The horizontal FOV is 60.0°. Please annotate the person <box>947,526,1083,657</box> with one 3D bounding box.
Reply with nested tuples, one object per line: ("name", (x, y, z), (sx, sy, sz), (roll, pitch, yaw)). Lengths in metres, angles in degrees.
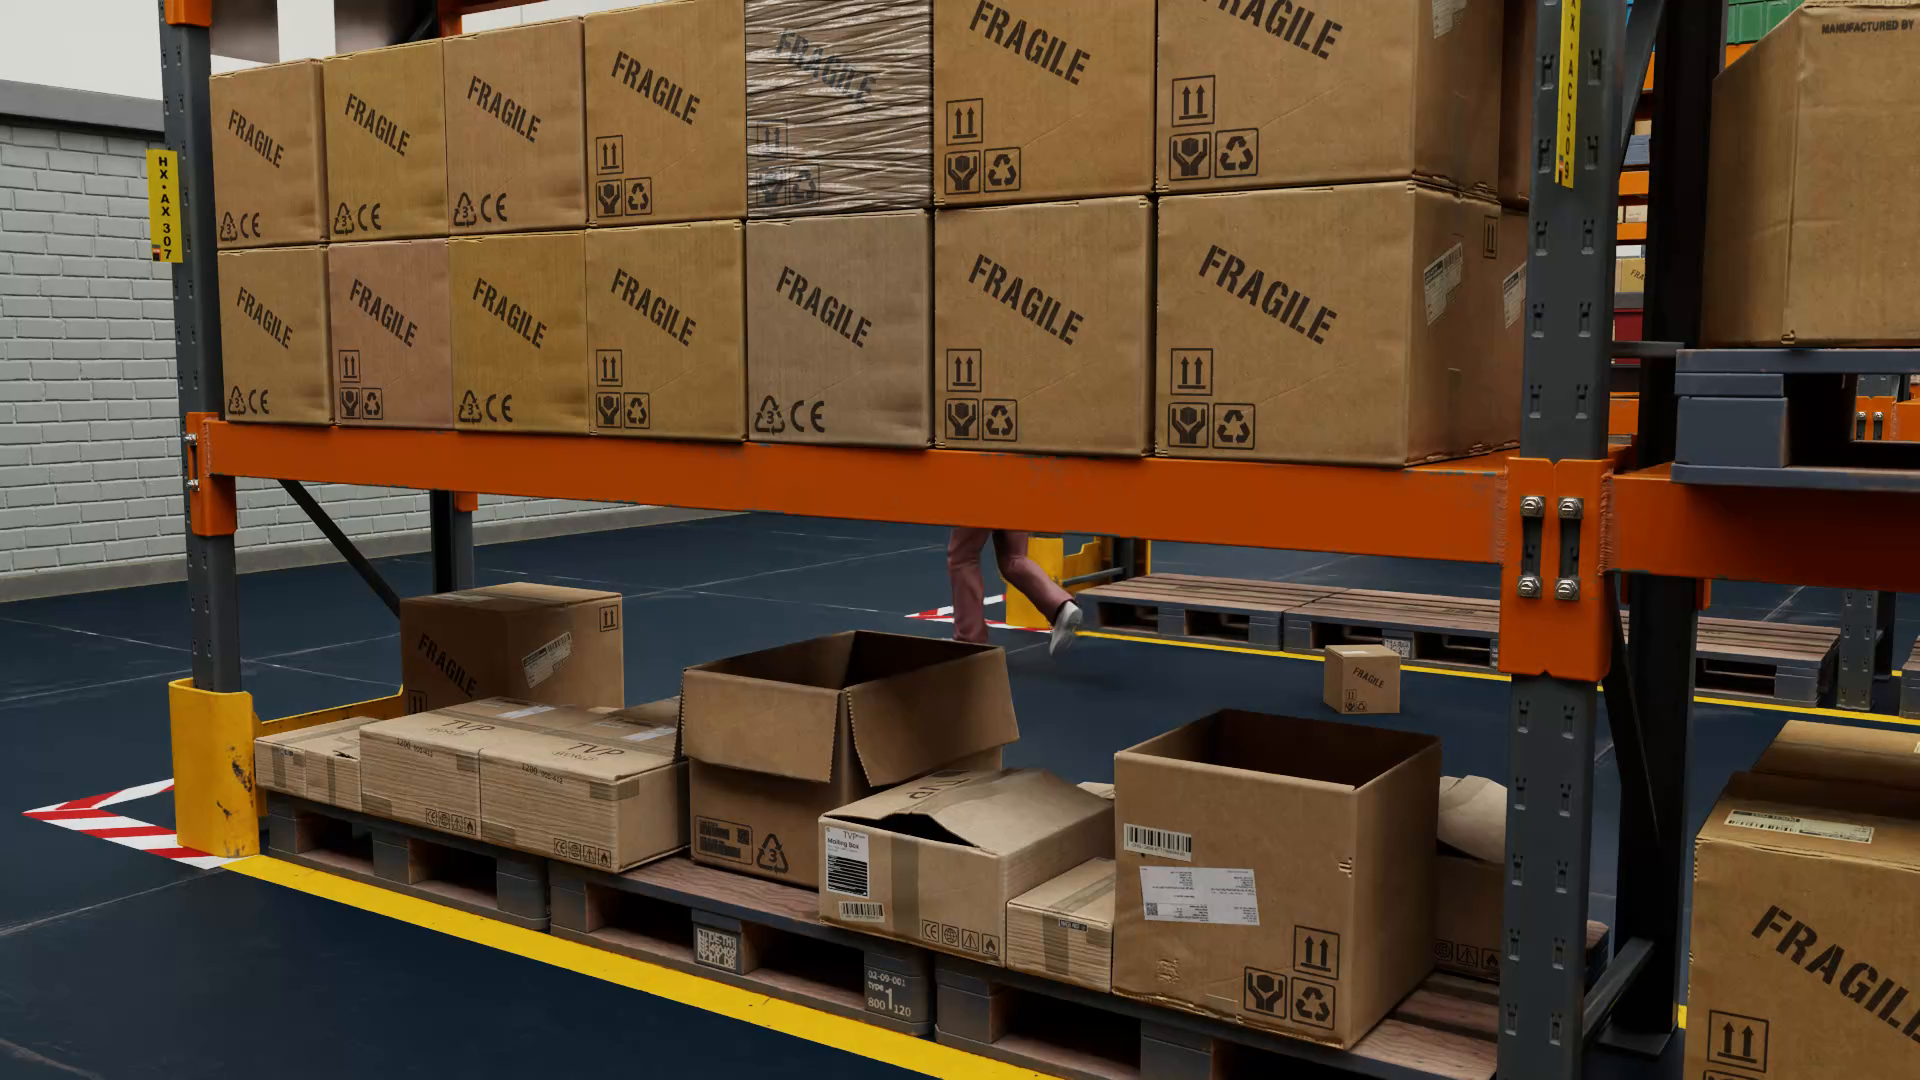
("person", (0.223, -0.196, 7.904), (0.464, 1.585, 0.829), (-6, 9, -42))
